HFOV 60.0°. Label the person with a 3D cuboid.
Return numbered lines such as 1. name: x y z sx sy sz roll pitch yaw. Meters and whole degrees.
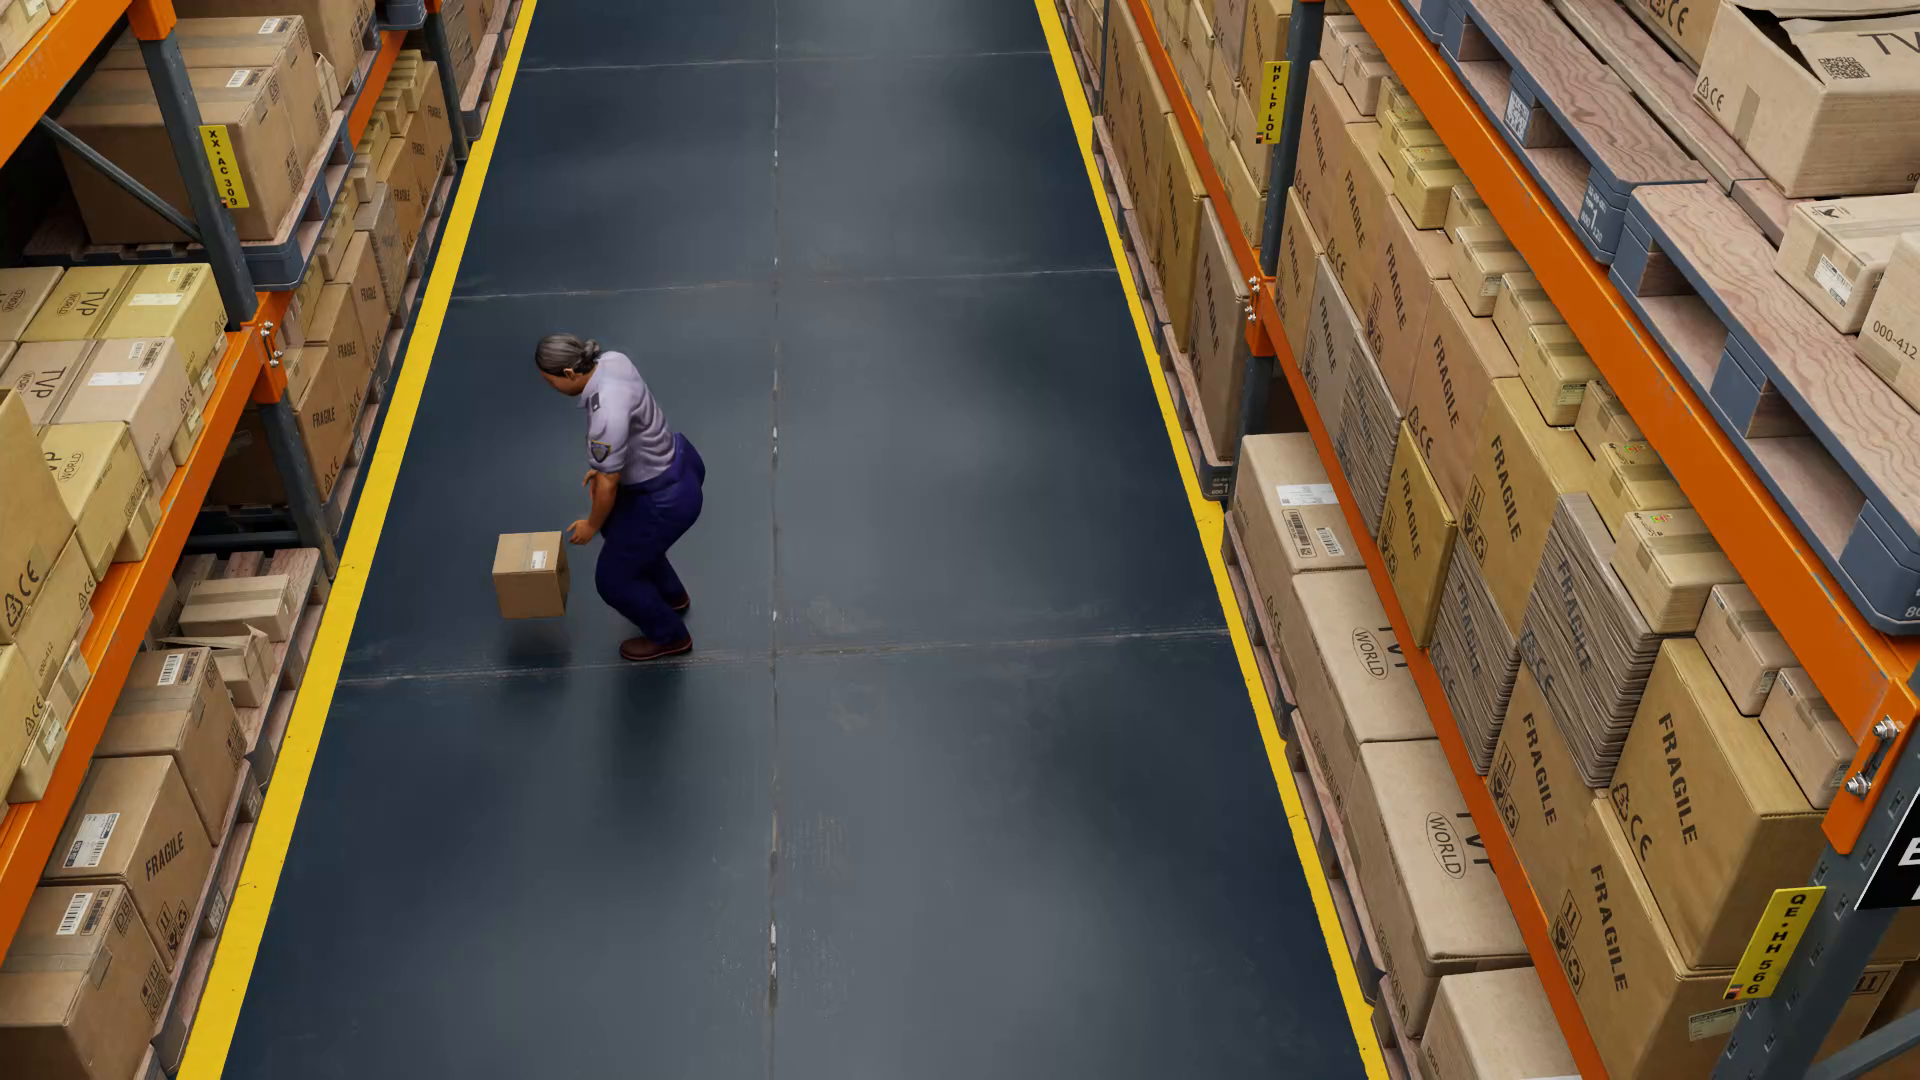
1. person: -1.279 -0.177 6.517 0.551 1.490 0.525 -3 39 -3
